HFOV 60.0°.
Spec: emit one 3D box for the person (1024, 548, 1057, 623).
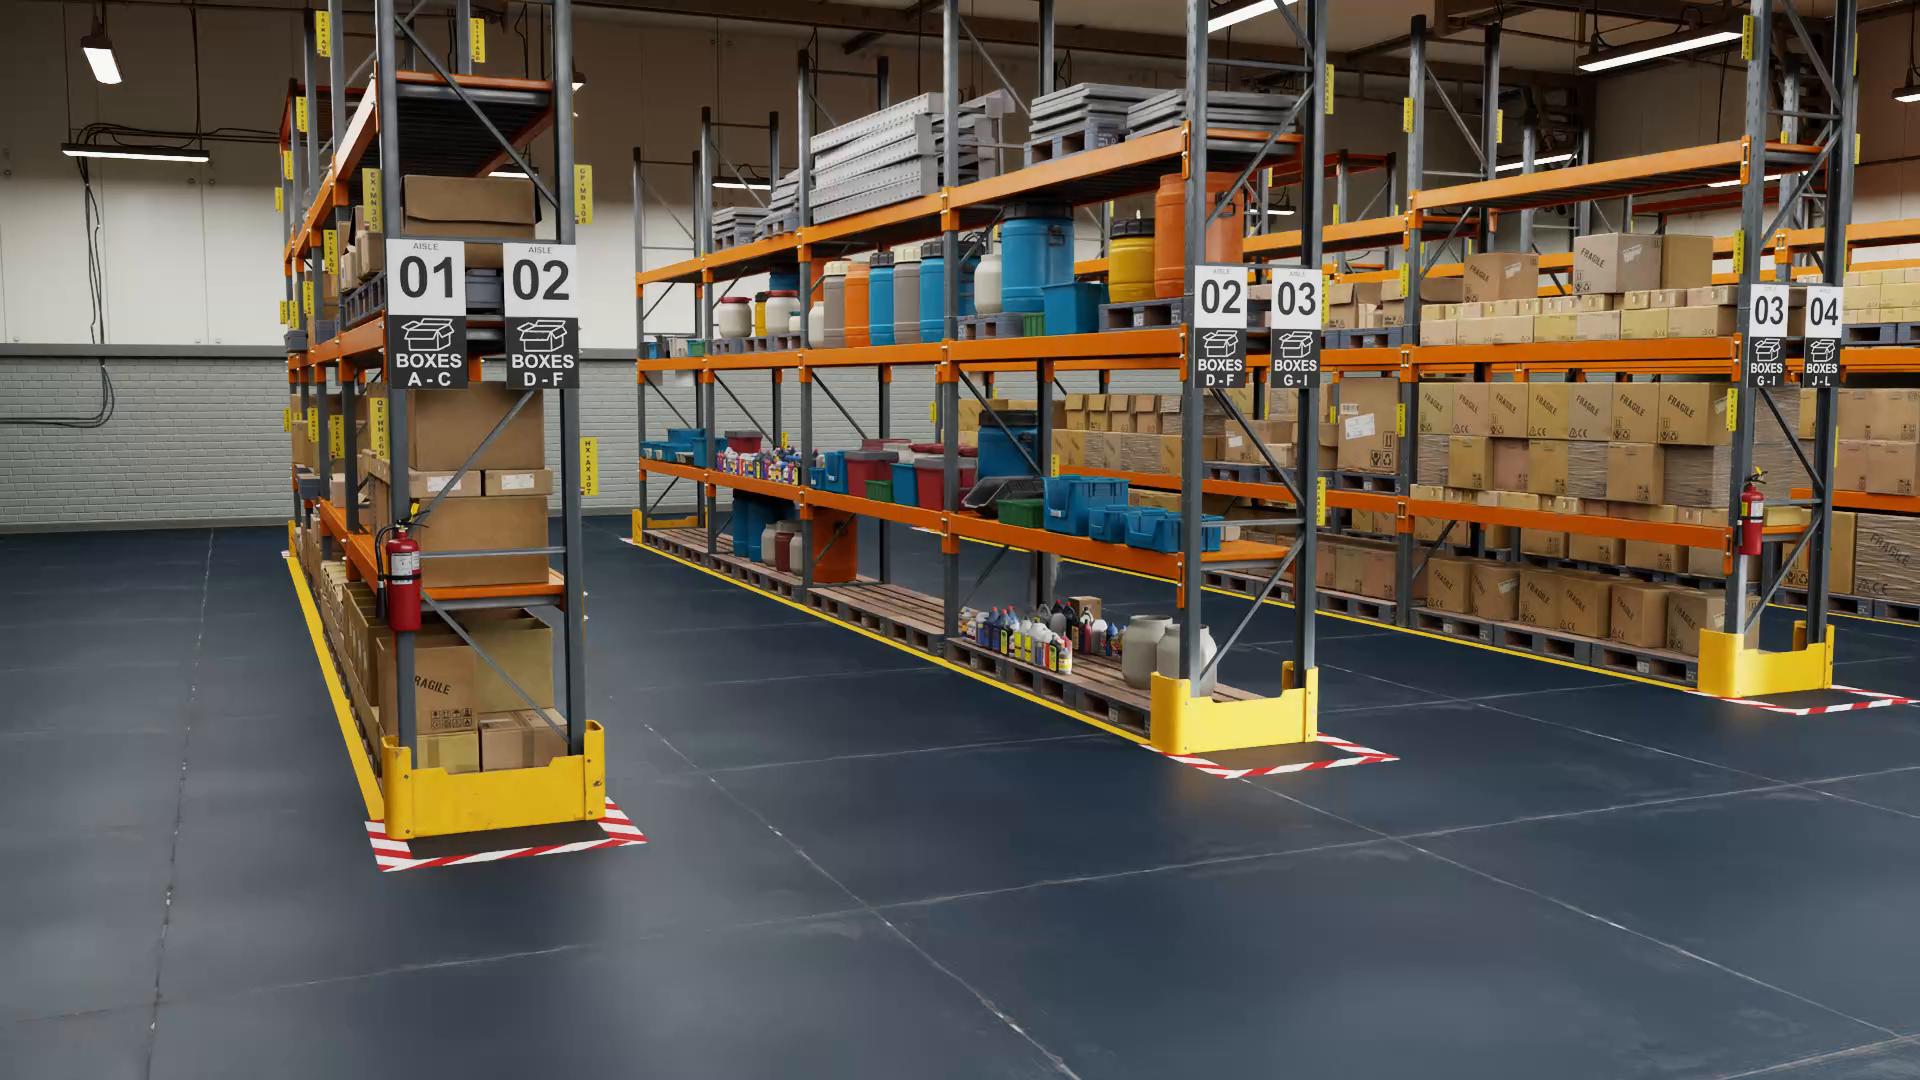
[{"bbox_3d":[0.829,-0.016,16.781,0.354,1.807,0.587,-1,6,-15],"label":"person"}]
